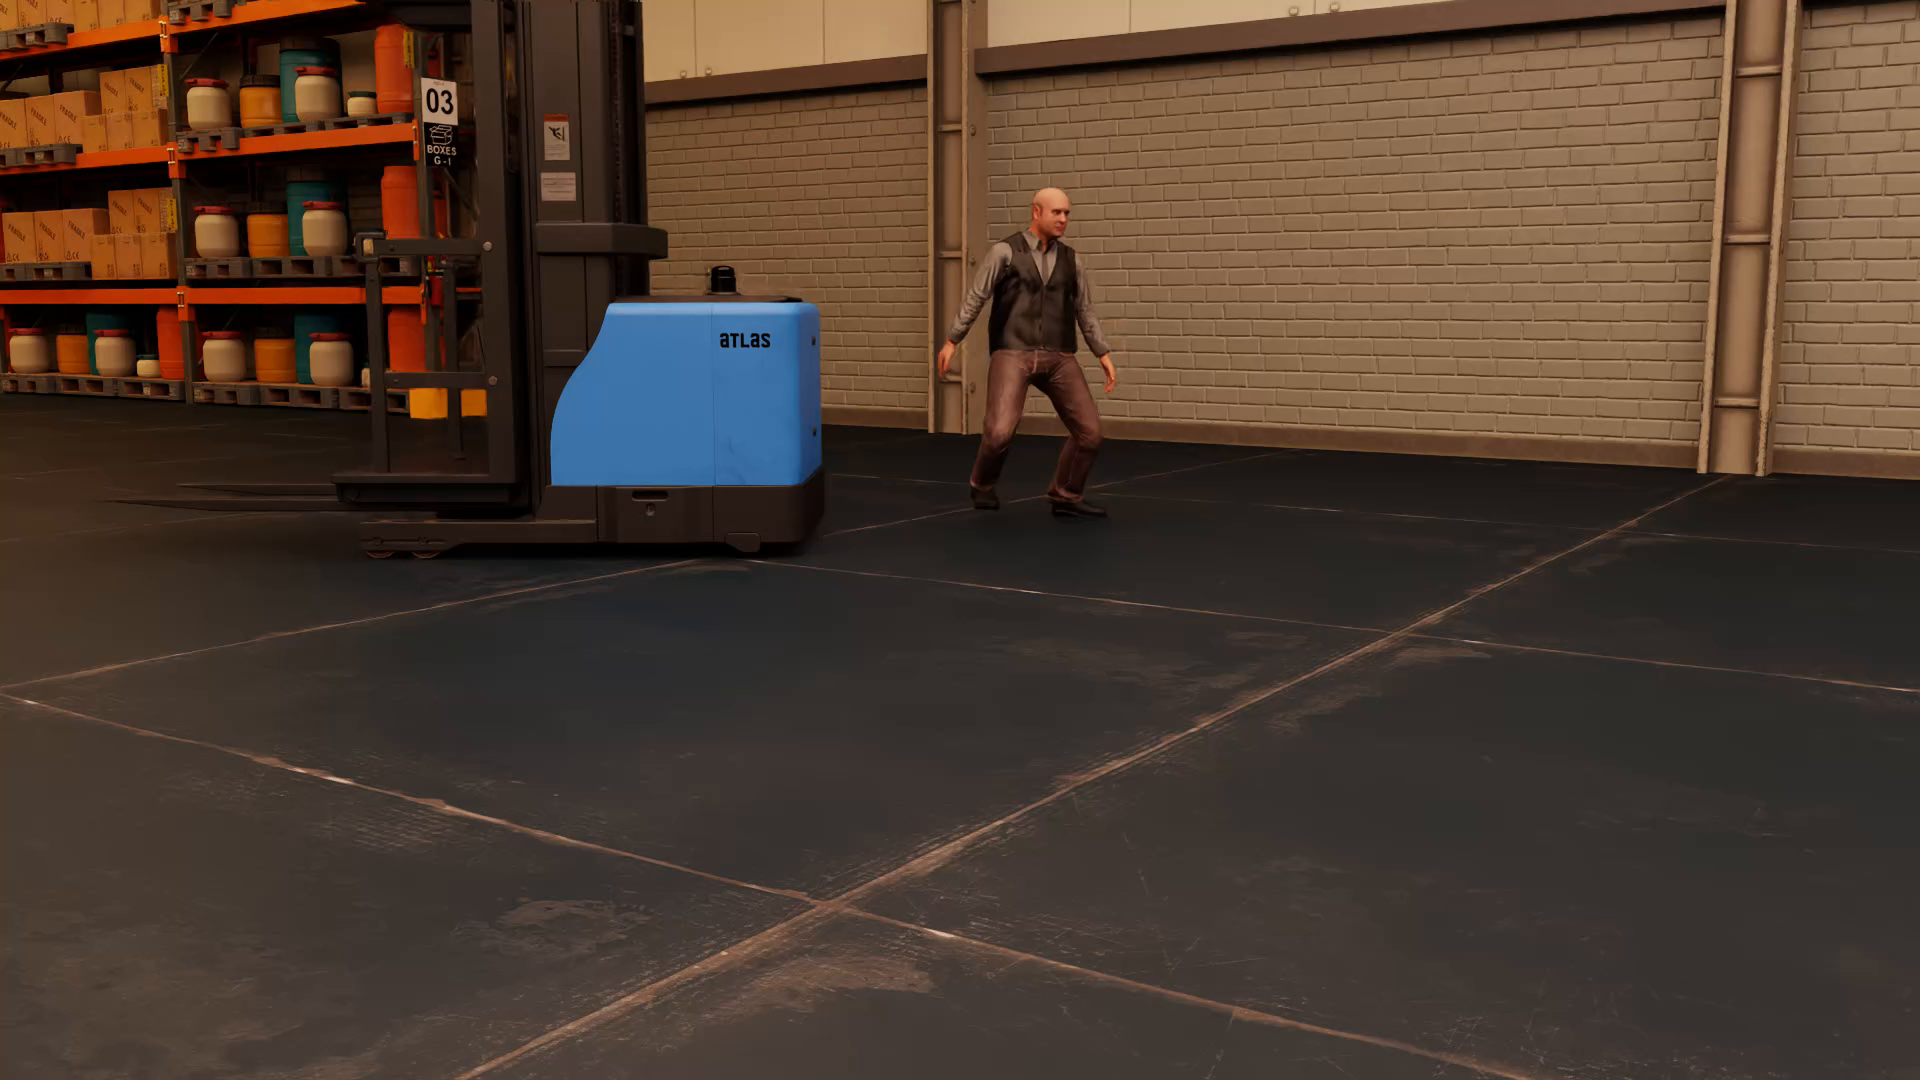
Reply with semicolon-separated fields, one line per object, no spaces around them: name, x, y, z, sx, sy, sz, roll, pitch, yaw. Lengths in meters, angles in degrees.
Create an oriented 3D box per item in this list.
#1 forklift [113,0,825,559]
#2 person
forklift;-2.167;-1.445;7.358;3.031;2.935;1.130;0;8;1
person;0.339;-0.904;8.202;0.882;1.637;0.488;-2;8;-14
